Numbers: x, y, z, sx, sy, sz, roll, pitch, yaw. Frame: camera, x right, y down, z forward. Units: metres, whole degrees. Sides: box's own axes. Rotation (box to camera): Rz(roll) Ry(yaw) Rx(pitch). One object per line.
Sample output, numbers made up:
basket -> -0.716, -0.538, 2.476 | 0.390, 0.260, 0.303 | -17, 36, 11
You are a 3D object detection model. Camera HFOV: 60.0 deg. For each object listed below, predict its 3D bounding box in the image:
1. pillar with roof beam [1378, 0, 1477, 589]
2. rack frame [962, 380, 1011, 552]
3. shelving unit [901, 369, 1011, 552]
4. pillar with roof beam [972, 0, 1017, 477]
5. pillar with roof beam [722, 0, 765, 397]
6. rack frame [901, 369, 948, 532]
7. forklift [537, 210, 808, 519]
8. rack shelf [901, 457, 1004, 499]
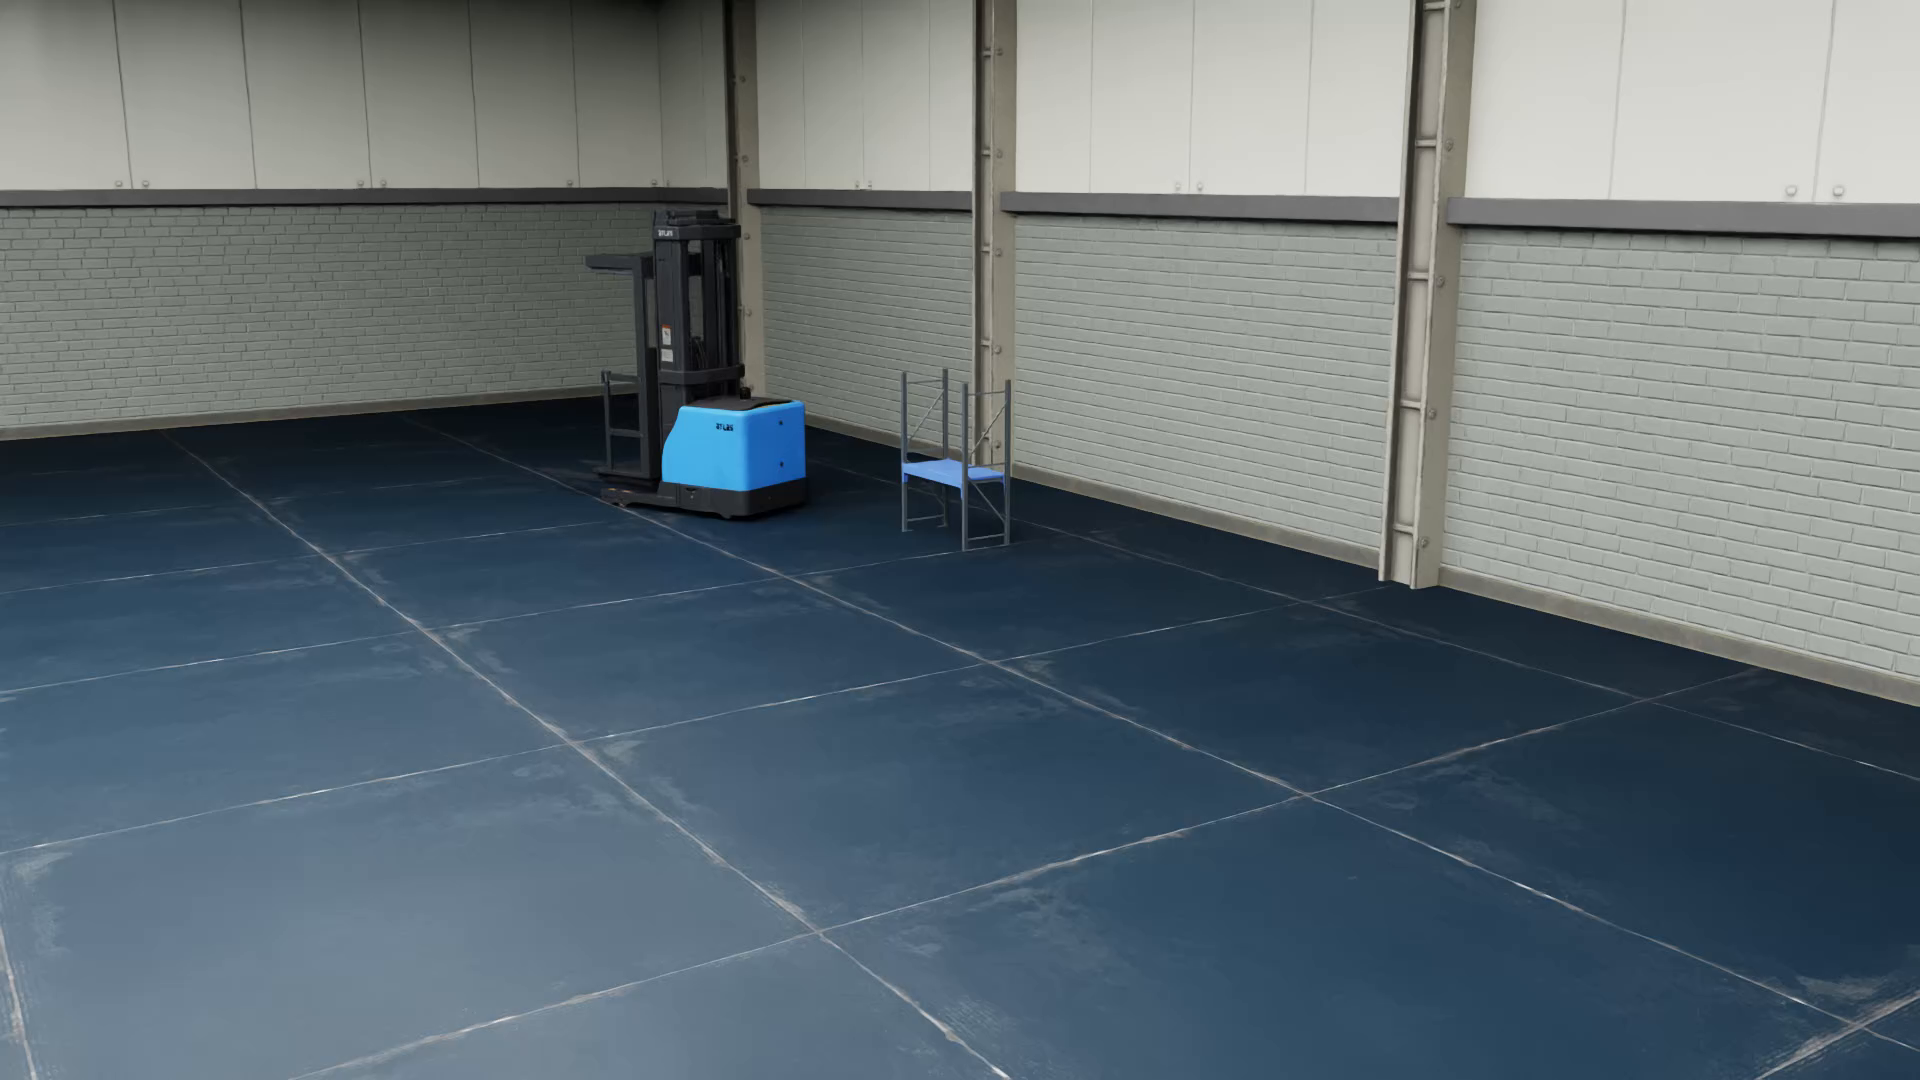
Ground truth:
pillar with roof beam -> 0.105, -3.540, 10.374 | 9.100, 9.000, 0.400 | -8, 15, -33
rack frame -> 0.234, -0.657, 14.746 | 0.500, 1.500, 0.032 | -8, 15, -33
shelving unit -> -0.047, -0.748, 15.159 | 0.538, 1.500, 1.048 | -8, 15, -33
pillar with roof beam -> -3.219, -4.607, 15.254 | 9.100, 9.000, 0.400 | -8, 15, -33
pillar with roof beam -> -6.543, -5.674, 20.133 | 9.100, 9.000, 0.400 | -8, 15, -33
rack frame -> -0.329, -0.838, 15.573 | 0.500, 1.500, 0.032 | -8, 15, -33
forklift -> -3.046, -1.854, 16.866 | 3.031, 2.935, 1.130 | 8, 15, 32
rack shelf -> -0.047, -0.572, 15.198 | 0.538, 0.185, 1.000 | -8, 15, -33
